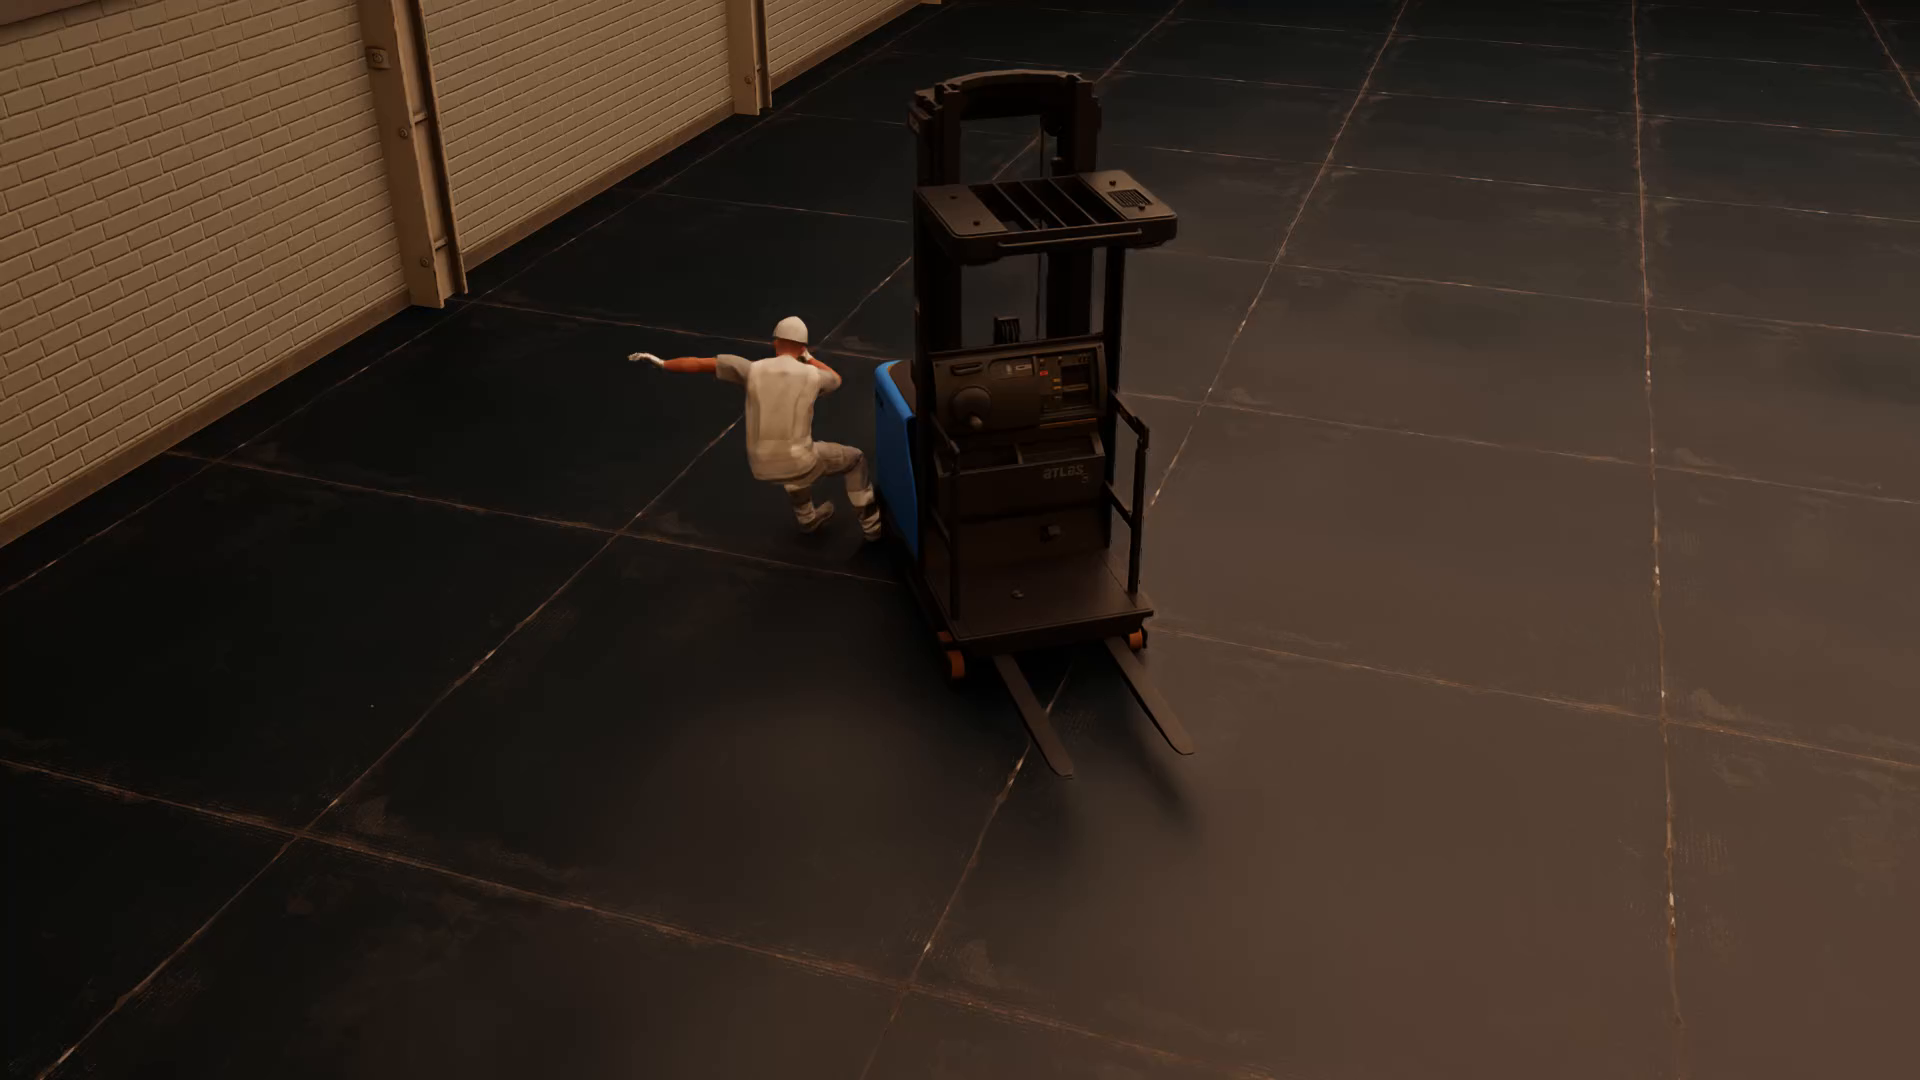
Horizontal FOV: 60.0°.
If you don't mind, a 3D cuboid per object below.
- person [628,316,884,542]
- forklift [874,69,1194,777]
[{"bbox_3d":[-1.114,-0.608,9.719,1.497,1.445,0.749,3,30,4],"label":"person"},{"bbox_3d":[0.375,-0.748,8.448,1.130,2.935,3.031,-8,31,-14],"label":"forklift"}]
